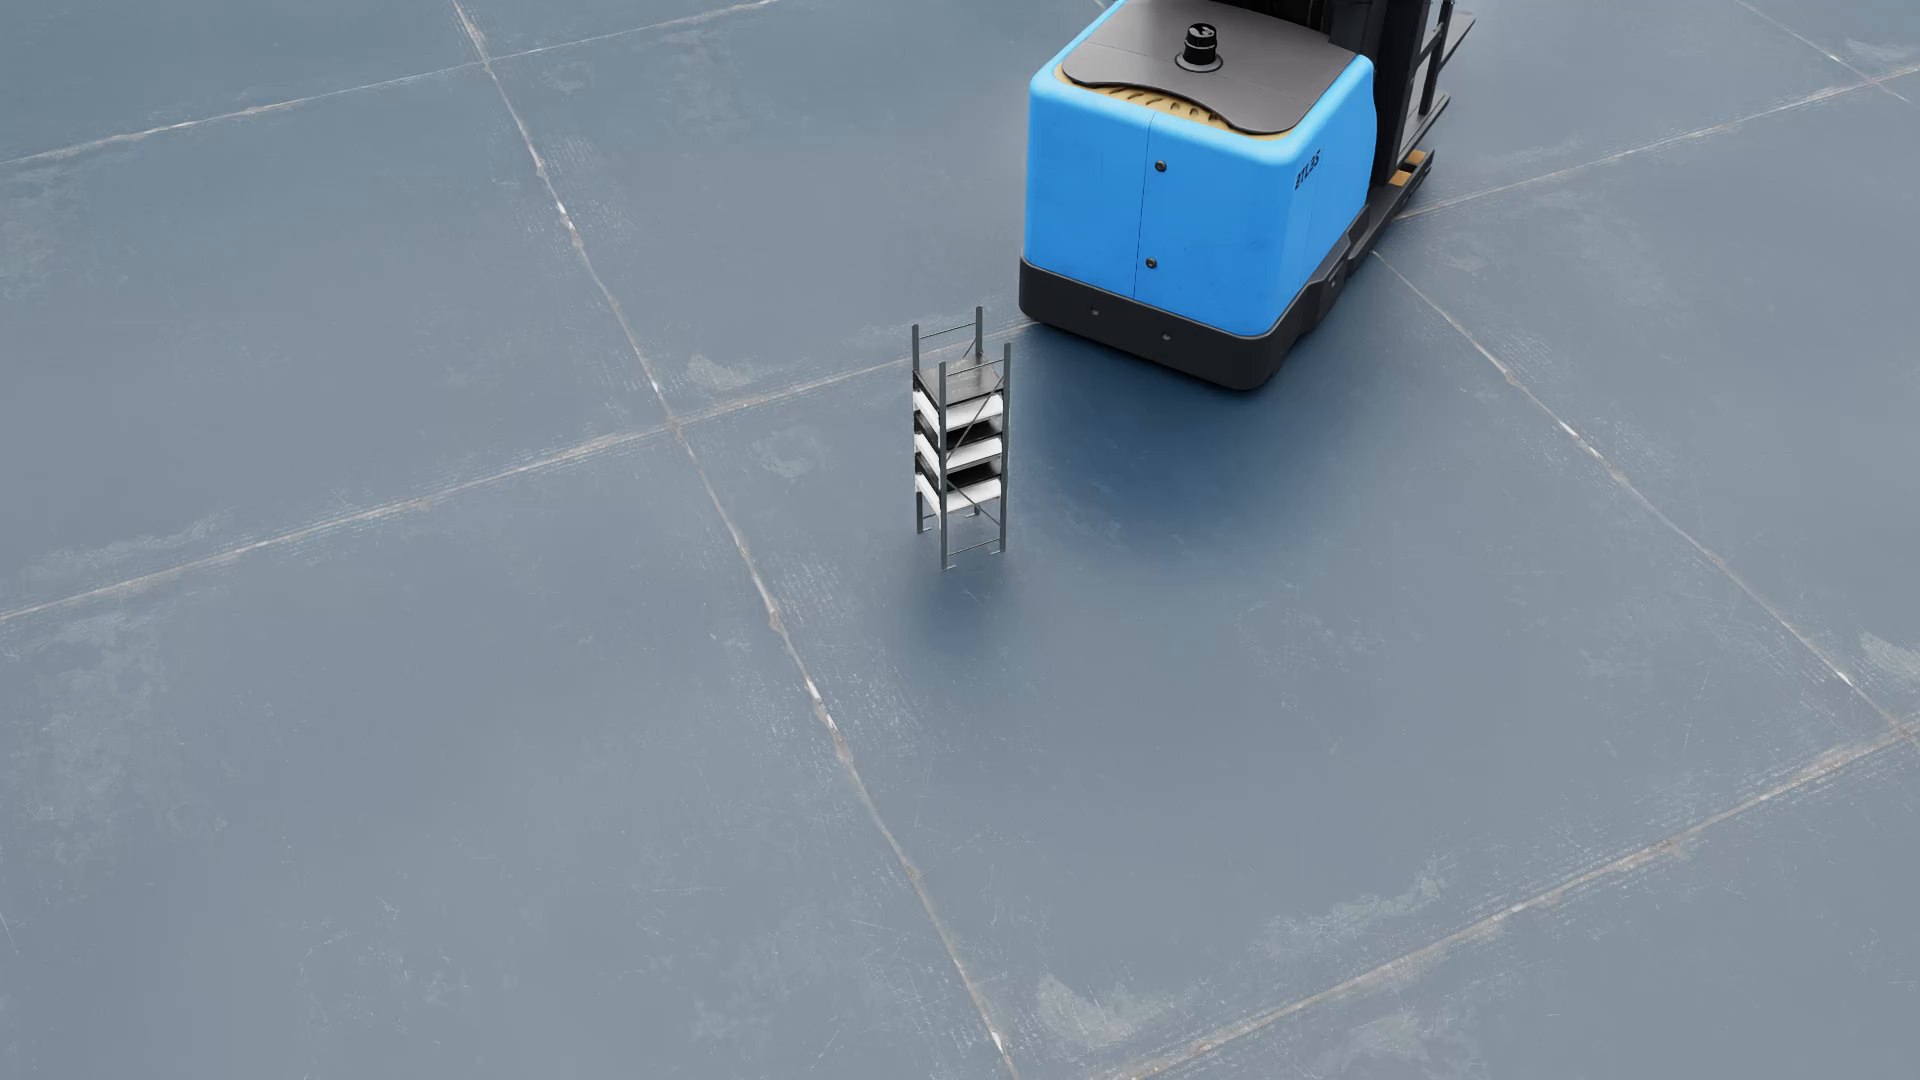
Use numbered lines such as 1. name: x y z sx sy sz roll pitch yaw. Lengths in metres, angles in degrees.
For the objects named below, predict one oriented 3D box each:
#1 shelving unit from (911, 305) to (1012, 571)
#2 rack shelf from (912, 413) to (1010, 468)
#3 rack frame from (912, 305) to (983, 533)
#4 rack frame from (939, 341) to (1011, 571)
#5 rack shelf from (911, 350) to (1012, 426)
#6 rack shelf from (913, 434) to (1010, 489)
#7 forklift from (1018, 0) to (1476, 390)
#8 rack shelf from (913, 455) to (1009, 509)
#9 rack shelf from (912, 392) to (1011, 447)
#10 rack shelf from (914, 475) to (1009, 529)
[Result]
1. shelving unit: 0.003 -0.315 5.429 0.258 0.900 0.210 -18 47 -17
2. rack shelf: 0.003 -0.355 5.389 0.258 0.077 0.200 -18 47 -17
3. rack frame: -0.039 -0.380 5.494 0.240 0.900 0.006 -18 47 -17
4. rack frame: 0.046 -0.250 5.363 0.240 0.900 0.006 -18 47 -17
5. rack shelf: 0.003 -0.484 5.262 0.258 0.077 0.200 -18 47 -17
6. rack shelf: 0.003 -0.291 5.452 0.258 0.077 0.200 -18 47 -17
7. forklift: 1.418 -2.627 6.326 1.130 2.935 3.031 23 49 21
8. rack shelf: 0.003 -0.227 5.515 0.258 0.077 0.200 -18 47 -17
9. rack shelf: 0.003 -0.420 5.326 0.258 0.077 0.200 -18 47 -17
10. rack shelf: 0.003 -0.163 5.579 0.258 0.077 0.200 -18 47 -17
